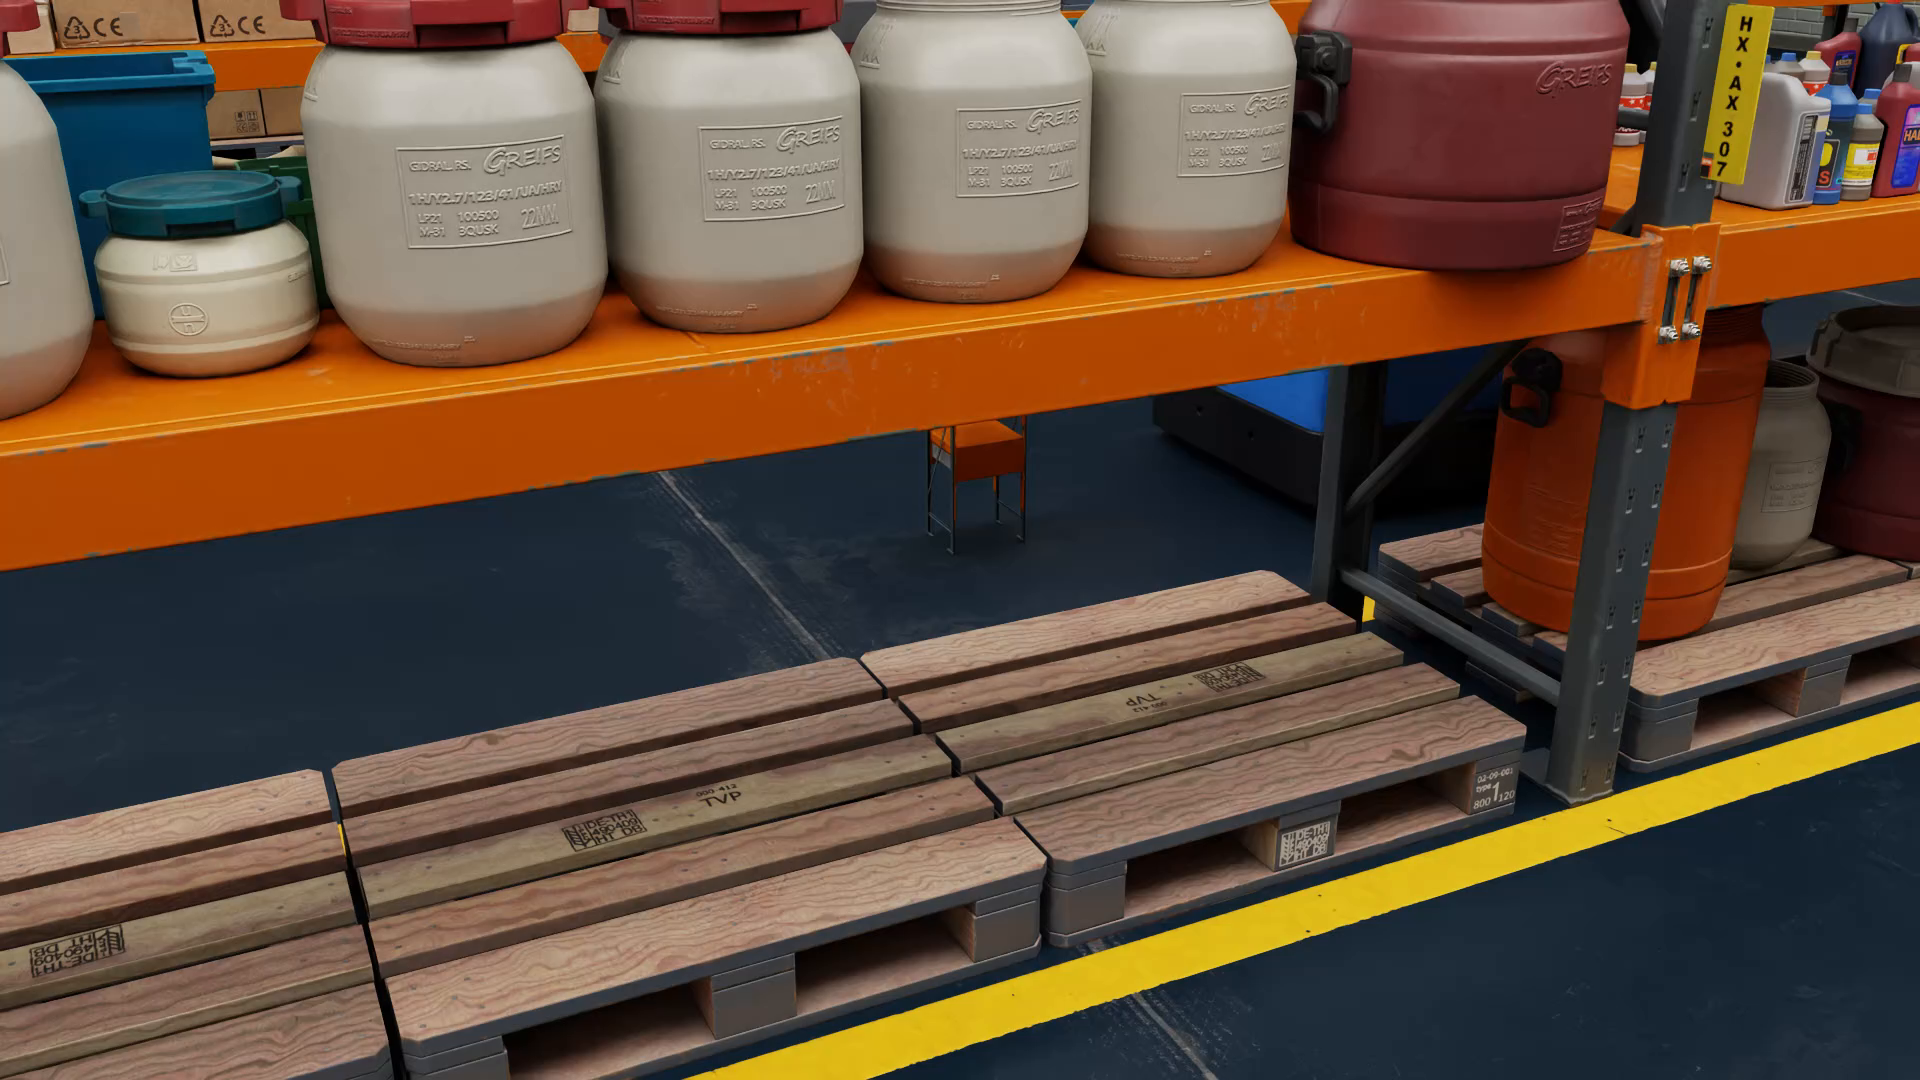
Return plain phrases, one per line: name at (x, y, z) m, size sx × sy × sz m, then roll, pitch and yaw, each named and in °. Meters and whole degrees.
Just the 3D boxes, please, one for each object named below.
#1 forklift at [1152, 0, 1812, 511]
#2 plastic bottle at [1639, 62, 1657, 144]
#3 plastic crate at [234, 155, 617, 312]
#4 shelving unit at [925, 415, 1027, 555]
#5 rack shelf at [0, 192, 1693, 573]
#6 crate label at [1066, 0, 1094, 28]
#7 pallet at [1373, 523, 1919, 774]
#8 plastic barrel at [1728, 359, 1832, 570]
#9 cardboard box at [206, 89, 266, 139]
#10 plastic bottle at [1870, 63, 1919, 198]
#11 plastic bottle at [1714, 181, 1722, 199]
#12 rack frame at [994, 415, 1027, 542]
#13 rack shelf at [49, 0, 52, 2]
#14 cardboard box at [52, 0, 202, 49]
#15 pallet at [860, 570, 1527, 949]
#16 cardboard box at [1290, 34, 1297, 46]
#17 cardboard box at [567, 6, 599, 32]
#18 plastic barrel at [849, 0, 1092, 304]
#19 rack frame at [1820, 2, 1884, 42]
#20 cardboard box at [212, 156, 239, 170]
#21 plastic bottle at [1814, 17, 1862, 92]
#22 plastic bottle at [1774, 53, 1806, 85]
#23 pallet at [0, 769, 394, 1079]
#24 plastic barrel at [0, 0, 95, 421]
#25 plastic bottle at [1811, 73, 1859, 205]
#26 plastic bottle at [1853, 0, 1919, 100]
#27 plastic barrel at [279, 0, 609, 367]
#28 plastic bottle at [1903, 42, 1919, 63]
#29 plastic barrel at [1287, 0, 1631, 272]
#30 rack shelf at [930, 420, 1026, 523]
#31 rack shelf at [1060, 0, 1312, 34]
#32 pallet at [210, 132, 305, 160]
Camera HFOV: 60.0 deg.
forklift at (2.259, -1.818, 5.809) m, size 3.031 × 2.935 × 1.130 m, roll -11°, pitch 25°, yaw -24°
plastic bottle at (1.815, -1.148, 4.361) m, size 0.097 × 0.201 × 0.097 m, roll 0°, pitch 22°, yaw 0°
plastic crate at (-0.930, -0.583, 3.013) m, size 0.662 × 0.188 × 0.450 m, roll -10°, pitch 25°, yaw -24°
shelving unit at (0.048, -0.494, 5.071) m, size 0.252 × 1.050 × 0.215 m, roll -10°, pitch 25°, yaw -24°
rack shelf at (-0.575, -0.294, 2.979) m, size 4.000 × 0.370 × 1.077 m, roll -10°, pitch 25°, yaw -24°
crate label at (0.215, -0.903, 3.463) m, size 0.616 × 0.435 × 0.502 m, roll -10°, pitch 25°, yaw -24°
pallet at (1.920, 0.185, 4.527) m, size 1.213 × 0.211 × 1.003 m, roll -10°, pitch 25°, yaw -24°
plastic barrel at (2.131, -0.214, 4.549) m, size 0.421 × 0.512 × 0.421 m, roll 0°, pitch 22°, yaw 0°
cardboard box at (-5.096, -3.059, 11.410) m, size 0.500 × 0.500 × 0.700 m, roll -10°, pitch 25°, yaw -23°
plastic bottle at (2.074, -0.903, 3.663) m, size 0.133 × 0.283 × 0.061 m, roll -10°, pitch 25°, yaw -24°
plastic bottle at (1.692, -0.914, 3.697) m, size 0.135 × 0.276 × 0.152 m, roll -10°, pitch 25°, yaw -24°
rack frame at (0.158, -0.514, 5.120) m, size 0.008 × 1.050 × 0.200 m, roll -10°, pitch 25°, yaw -24°
rack shelf at (-4.871, -3.708, 11.227) m, size 4.000 × 0.370 × 1.077 m, roll -10°, pitch 25°, yaw -24°
cardboard box at (-3.348, -2.258, 6.651) m, size 0.500 × 0.500 × 0.500 m, roll -9°, pitch 24°, yaw -20°
pallet at (0.513, 0.445, 3.898) m, size 1.213 × 0.211 × 1.003 m, roll -10°, pitch 25°, yaw -24°
cardboard box at (2.648, -4.421, 14.728) m, size 0.500 × 0.500 × 0.700 m, roll -11°, pitch 25°, yaw -25°
cardboard box at (-1.608, -2.305, 7.226) m, size 0.250 × 0.149 × 0.380 m, roll -10°, pitch 25°, yaw -24°
plastic barrel at (0.014, -0.696, 2.863) m, size 0.421 × 0.512 × 0.421 m, roll 0°, pitch 22°, yaw 0°
rack frame at (6.291, -3.993, 10.974) m, size 0.127 × 3.000 × 1.000 m, roll -10°, pitch 25°, yaw -24°
cardboard box at (-3.364, -1.521, 7.316) m, size 0.500 × 0.311 × 0.500 m, roll -11°, pitch 25°, yaw -24°
plastic bottle at (2.437, -1.308, 4.640) m, size 0.133 × 0.283 × 0.061 m, roll -10°, pitch 25°, yaw -24°
plastic bottle at (2.253, -1.228, 4.556) m, size 0.097 × 0.201 × 0.097 m, roll 0°, pitch 22°, yaw 0°
pallet at (-1.686, 0.850, 2.920) m, size 1.213 × 0.211 × 1.003 m, roll -10°, pitch 25°, yaw -24°
plastic barrel at (-1.420, -0.441, 2.215) m, size 0.433 × 0.535 × 0.433 m, roll 0°, pitch 22°, yaw 0°
plastic bottle at (1.874, -0.869, 3.595) m, size 0.097 × 0.271 × 0.097 m, roll 0°, pitch 22°, yaw 0°
plastic bottle at (2.598, -1.351, 4.657) m, size 0.185 × 0.351 × 0.144 m, roll -10°, pitch 25°, yaw -24°
plastic barrel at (-0.758, -0.562, 2.509) m, size 0.433 × 0.535 × 0.433 m, roll 0°, pitch 22°, yaw 0°
plastic bottle at (2.666, -1.289, 4.594) m, size 0.133 × 0.283 × 0.061 m, roll -10°, pitch 25°, yaw -24°
plastic barrel at (0.941, -0.840, 3.179) m, size 0.708 × 0.536 × 0.600 m, roll -10°, pitch 25°, yaw -24°
rack shelf at (0.048, -0.227, 5.181) m, size 0.240 × 0.259 × 0.215 m, roll -10°, pitch 25°, yaw -24°
rack shelf at (0.885, -2.665, 8.707) m, size 4.000 × 0.370 × 1.077 m, roll -10°, pitch 25°, yaw -24°
pallet at (-4.872, -2.754, 11.627) m, size 1.213 × 0.211 × 1.003 m, roll -10°, pitch 25°, yaw -24°
